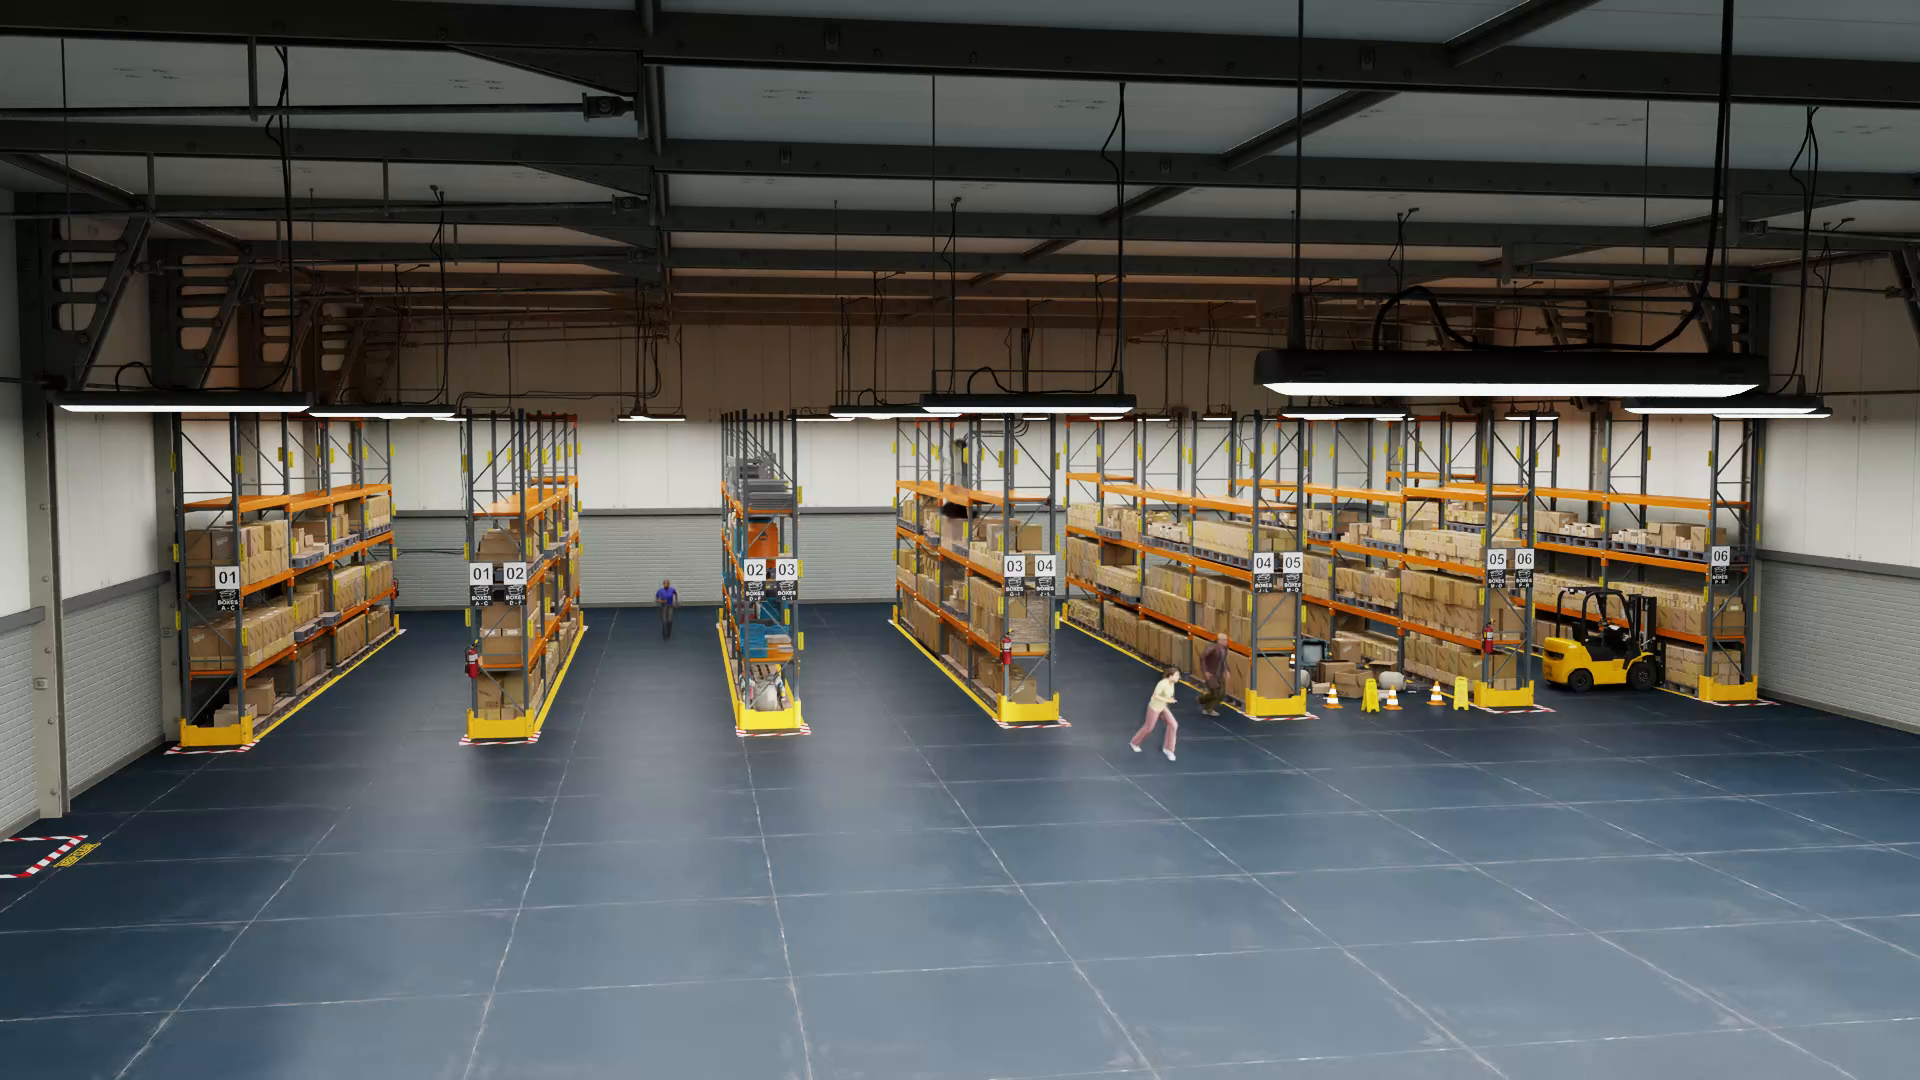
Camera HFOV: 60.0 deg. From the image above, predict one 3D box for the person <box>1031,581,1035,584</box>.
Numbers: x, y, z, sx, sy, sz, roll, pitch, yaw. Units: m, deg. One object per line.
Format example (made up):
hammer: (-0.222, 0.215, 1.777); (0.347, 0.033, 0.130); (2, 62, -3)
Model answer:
person: (1.774, 1.802, 40.122); (0.674, 1.718, 0.733); (-1, 4, -17)

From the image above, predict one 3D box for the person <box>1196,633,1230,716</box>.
person: (4.933, 2.622, 32.544); (0.706, 1.638, 0.713); (-3, 5, -39)

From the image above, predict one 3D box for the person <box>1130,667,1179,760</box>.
person: (3.351, 2.962, 28.609); (0.950, 1.624, 0.619); (3, 5, 36)

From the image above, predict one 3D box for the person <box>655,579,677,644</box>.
person: (-7.710, 1.869, 43.664); (0.600, 1.680, 0.915); (-1, 4, -19)
